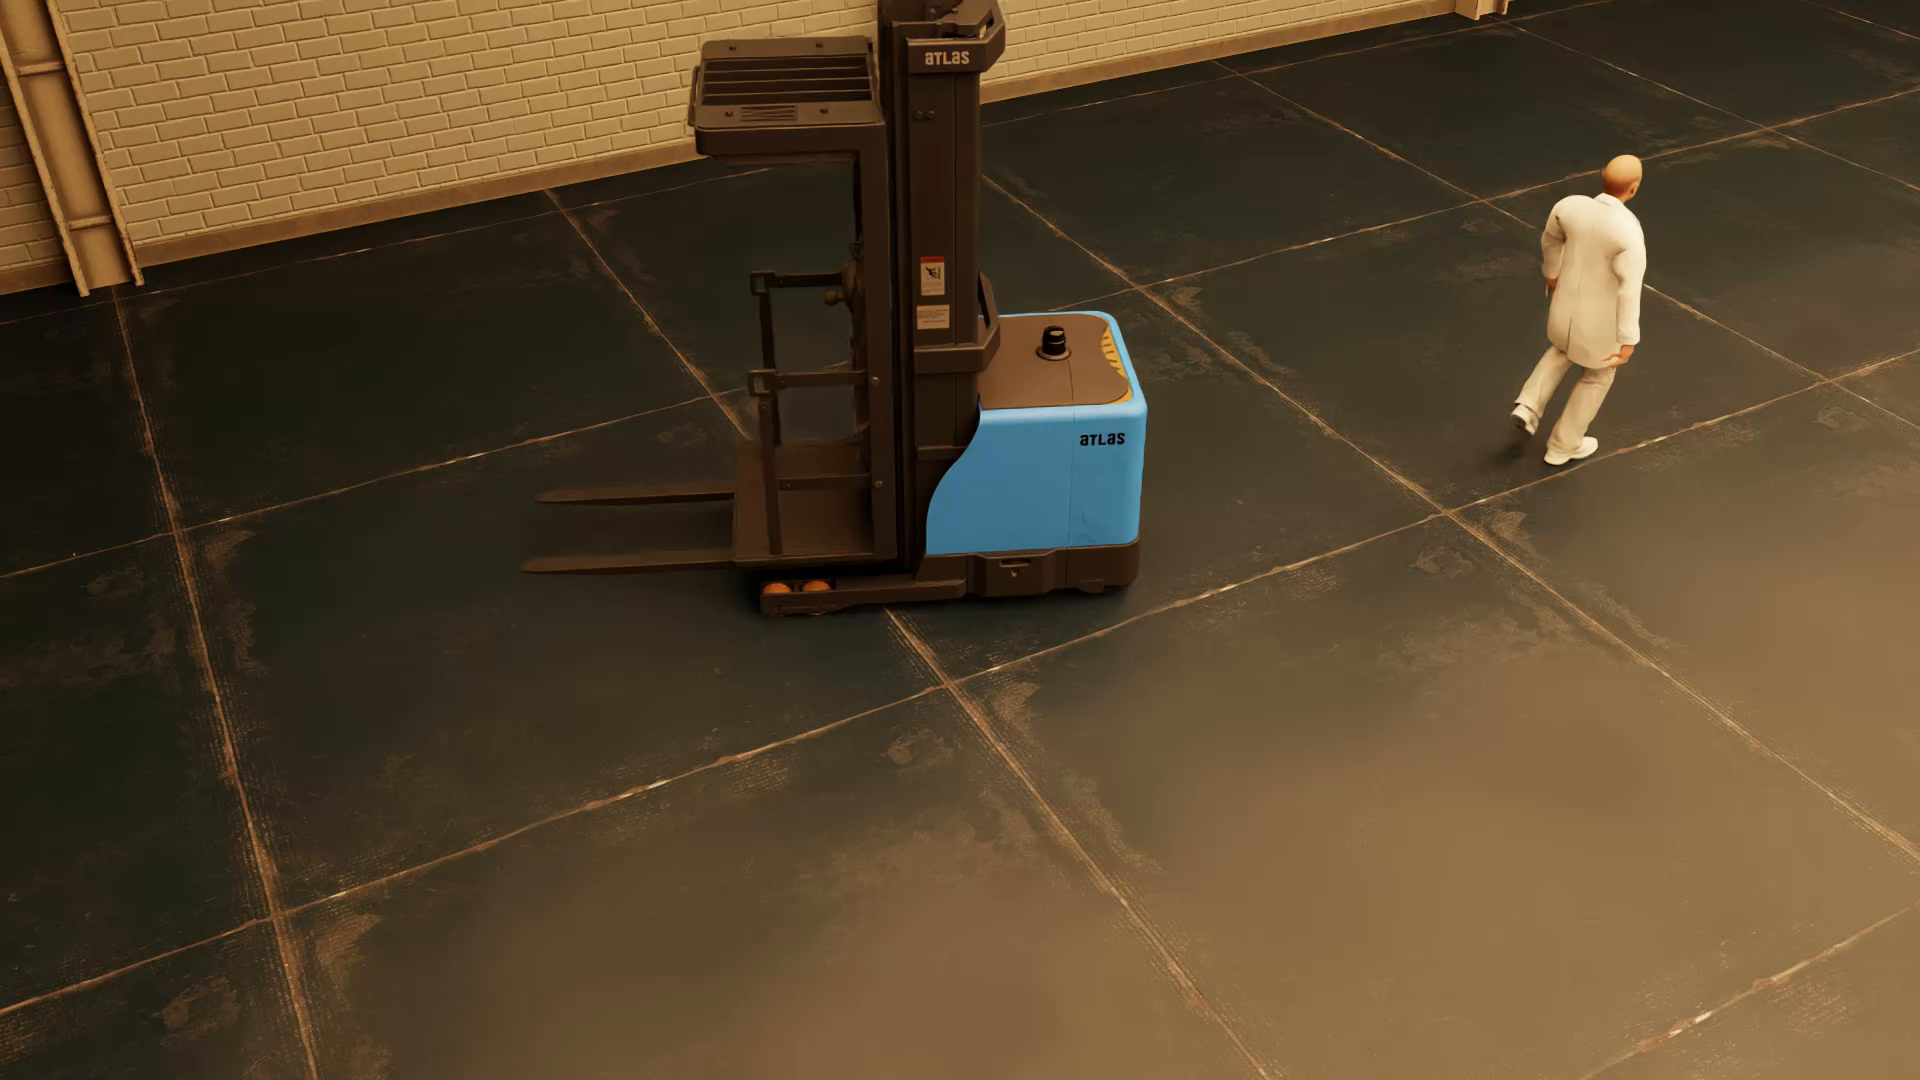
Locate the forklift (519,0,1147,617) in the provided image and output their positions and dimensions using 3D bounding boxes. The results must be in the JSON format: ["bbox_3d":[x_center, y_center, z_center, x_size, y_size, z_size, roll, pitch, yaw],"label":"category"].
[{"bbox_3d":[-0.662,-1.139,7.735,3.031,2.935,1.130,-3,35,-4],"label":"forklift"}]

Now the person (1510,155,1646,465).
[{"bbox_3d":[3.341,-1.216,8.862,0.525,1.758,0.782,-22,41,-28],"label":"person"}]
